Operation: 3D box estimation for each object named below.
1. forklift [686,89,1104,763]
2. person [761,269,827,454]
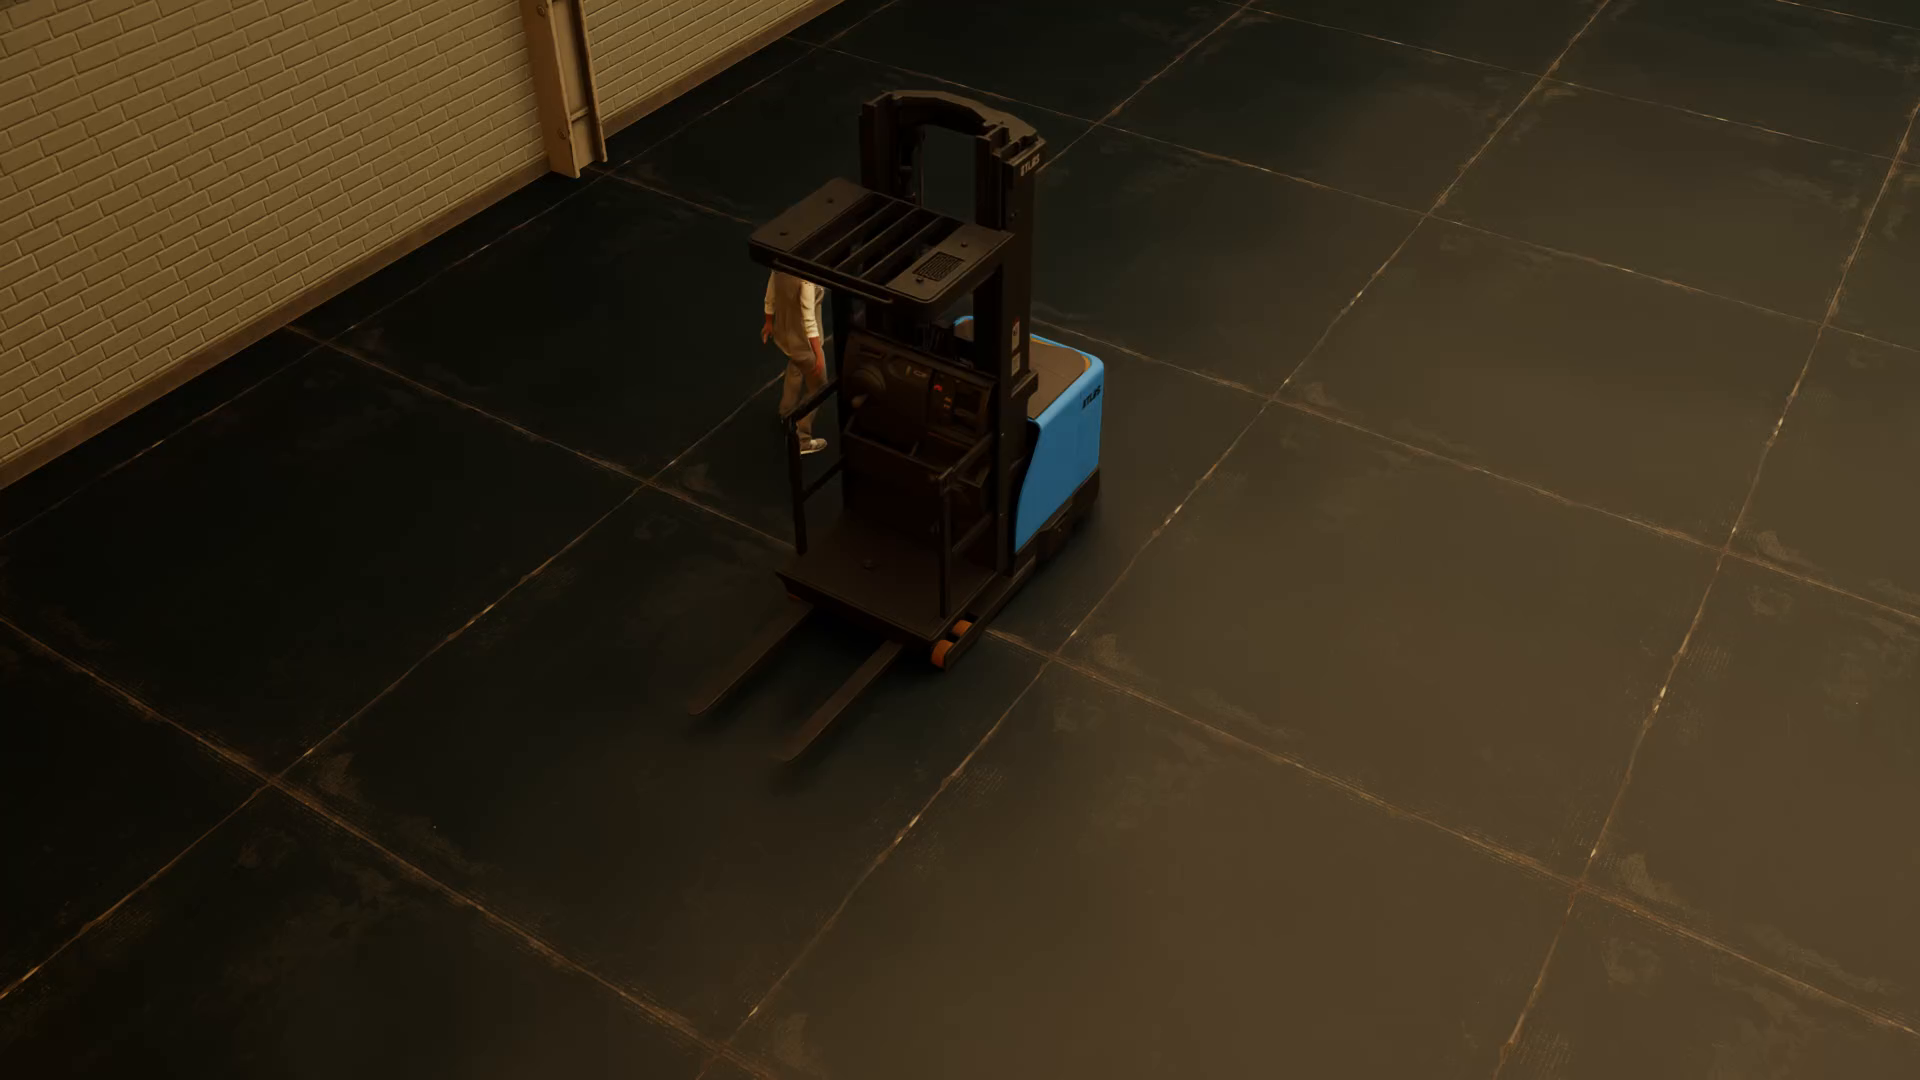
[{"bbox_3d":[-0.352,-0.742,8.843,1.130,2.935,3.031,23,45,24],"label":"forklift"},{"bbox_3d":[-1.032,-1.273,10.545,0.398,1.570,0.729,-25,46,-27],"label":"person"}]
